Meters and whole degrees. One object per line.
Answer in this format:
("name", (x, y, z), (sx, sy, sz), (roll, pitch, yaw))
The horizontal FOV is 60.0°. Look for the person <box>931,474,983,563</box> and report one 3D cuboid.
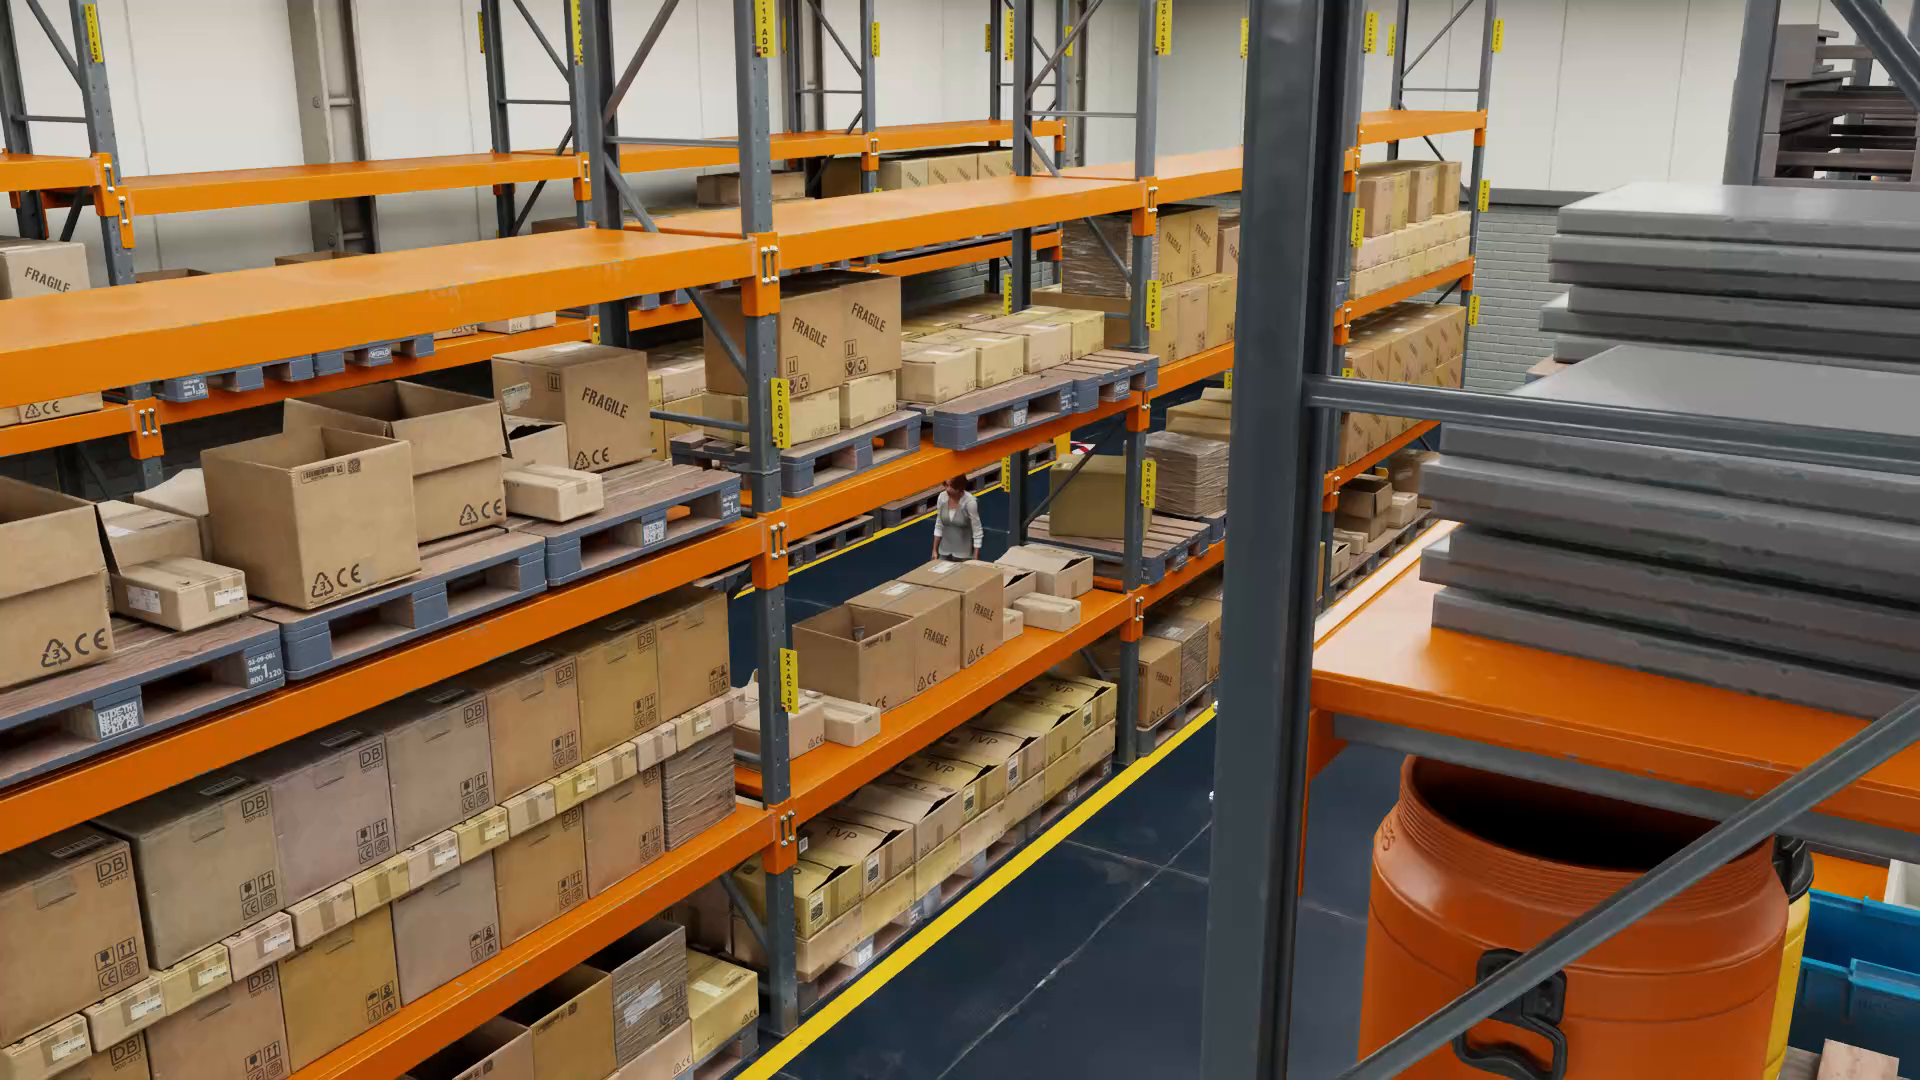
("person", (-0.027, 0.149, 14.050), (0.467, 1.593, 0.350), (10, 19, 30))
